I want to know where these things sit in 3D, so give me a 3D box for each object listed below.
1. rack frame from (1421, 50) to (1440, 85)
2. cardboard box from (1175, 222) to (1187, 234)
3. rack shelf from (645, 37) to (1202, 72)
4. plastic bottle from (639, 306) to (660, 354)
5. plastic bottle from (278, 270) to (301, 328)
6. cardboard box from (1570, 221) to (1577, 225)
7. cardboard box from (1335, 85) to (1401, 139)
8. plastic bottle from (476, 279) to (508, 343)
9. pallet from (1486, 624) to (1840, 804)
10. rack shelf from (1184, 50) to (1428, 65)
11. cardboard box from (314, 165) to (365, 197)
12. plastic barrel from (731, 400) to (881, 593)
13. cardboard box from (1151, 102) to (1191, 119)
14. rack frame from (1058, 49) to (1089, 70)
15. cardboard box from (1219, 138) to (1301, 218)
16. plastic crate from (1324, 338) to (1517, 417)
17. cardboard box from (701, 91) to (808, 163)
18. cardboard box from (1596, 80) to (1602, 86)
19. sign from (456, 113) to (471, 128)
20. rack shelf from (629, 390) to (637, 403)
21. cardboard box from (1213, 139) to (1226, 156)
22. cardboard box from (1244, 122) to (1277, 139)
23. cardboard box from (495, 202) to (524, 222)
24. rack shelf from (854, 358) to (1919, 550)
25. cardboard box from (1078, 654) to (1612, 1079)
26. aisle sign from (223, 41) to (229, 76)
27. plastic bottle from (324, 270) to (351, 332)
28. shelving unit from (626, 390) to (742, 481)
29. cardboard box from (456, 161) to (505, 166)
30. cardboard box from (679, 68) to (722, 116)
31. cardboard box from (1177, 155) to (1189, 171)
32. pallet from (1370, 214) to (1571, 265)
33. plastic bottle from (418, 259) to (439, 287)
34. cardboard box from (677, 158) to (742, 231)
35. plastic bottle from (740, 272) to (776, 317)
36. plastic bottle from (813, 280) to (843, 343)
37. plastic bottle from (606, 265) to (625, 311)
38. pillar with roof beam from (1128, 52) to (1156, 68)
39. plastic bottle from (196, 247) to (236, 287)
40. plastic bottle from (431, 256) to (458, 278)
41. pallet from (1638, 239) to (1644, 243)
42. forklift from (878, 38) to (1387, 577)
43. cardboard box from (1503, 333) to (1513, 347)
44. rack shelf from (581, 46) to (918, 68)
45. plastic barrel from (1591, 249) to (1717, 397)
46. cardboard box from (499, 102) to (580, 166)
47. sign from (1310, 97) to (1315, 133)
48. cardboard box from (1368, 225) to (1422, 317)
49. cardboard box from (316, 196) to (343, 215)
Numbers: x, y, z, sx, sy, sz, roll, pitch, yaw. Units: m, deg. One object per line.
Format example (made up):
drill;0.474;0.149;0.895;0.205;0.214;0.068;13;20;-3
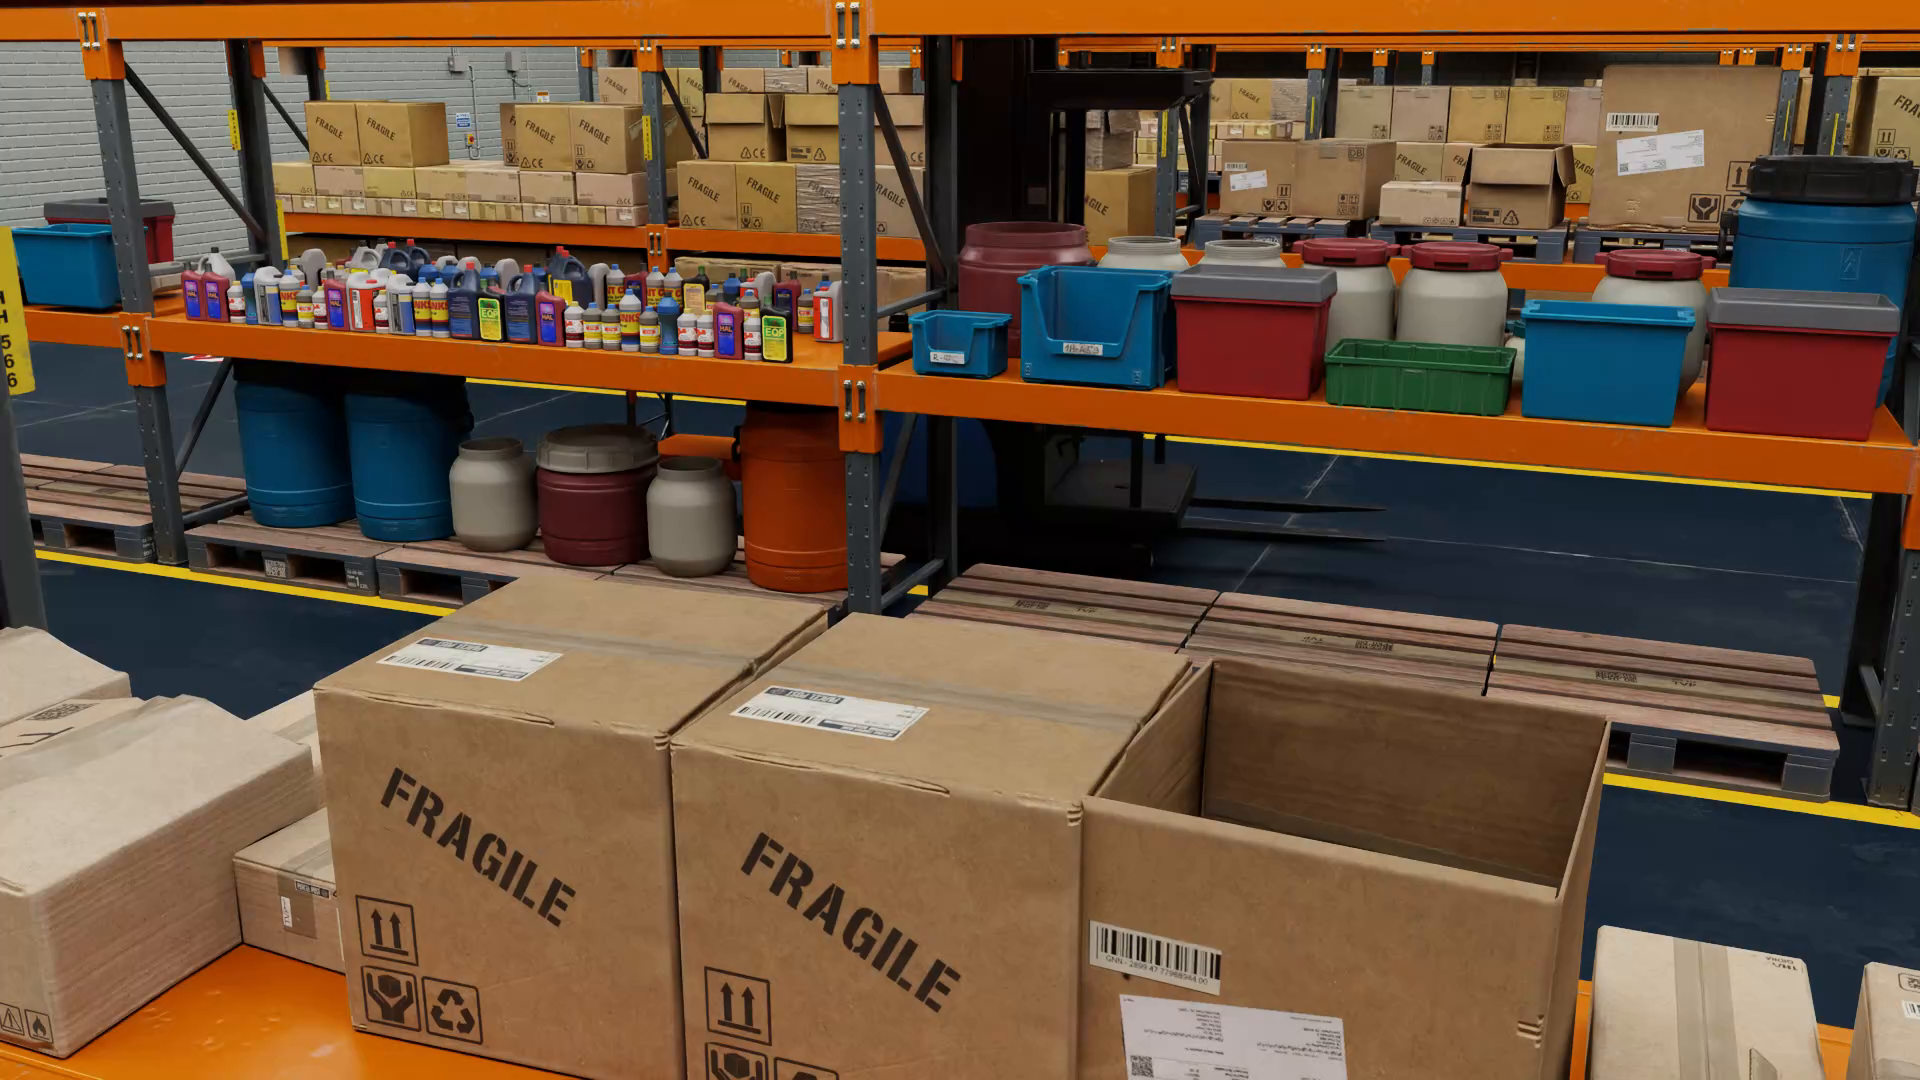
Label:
rack frame;7.020;-6.170;25.045;0.127;3.000;1.000;6;17;21
cardboard box;2.274;-3.000;16.512;0.500;0.250;0.500;7;17;21
rack shelf;-0.294;-3.611;12.143;4.000;0.370;1.077;6;17;21
plastic bottle;-1.371;-0.932;7.361;0.097;0.201;0.097;0;16;0
plastic bottle;-3.243;-1.172;8.061;0.097;0.271;0.097;0;16;0
cardboard box;8.832;-5.030;24.625;0.625;0.625;0.875;6;17;18
cardboard box;3.894;-4.067;15.831;0.500;0.500;0.700;6;17;20
plastic bottle;-2.143;-1.051;7.624;0.133;0.283;0.061;6;17;21
pallet;2.725;0.651;6.553;1.213;0.211;1.003;6;17;21
rack shelf;5.160;-7.469;25.432;4.000;0.370;1.077;6;17;21
cardboard box;-5.042;-3.030;13.967;0.500;0.250;0.500;6;17;20
plastic barrel;-0.712;-0.232;7.732;0.708;0.830;0.600;6;17;21
cardboard box;2.734;-5.603;21.120;0.500;0.500;0.500;6;17;19
rack frame;1.481;-5.291;22.019;0.127;3.000;1.000;6;17;21
cardboard box;2.083;-2.516;11.529;0.500;0.500;0.500;4;17;14
plastic crate;1.746;-0.621;6.313;0.662;0.188;0.450;6;17;21
cardboard box;-1.558;-3.187;12.794;0.637;0.503;0.797;6;17;19
cardboard box;7.501;-5.254;19.263;0.250;0.149;0.380;6;17;18
sign;-7.568;-6.394;25.335;0.001;0.218;0.327;6;17;21
rack shelf;-1.278;-0.919;9.273;1.000;0.278;0.538;5;17;16
cardboard box;2.605;-3.771;15.946;0.250;0.149;0.380;7;18;23
cardboard box;2.856;-3.886;15.808;0.250;0.149;0.380;6;17;18
cardboard box;-3.516;-2.652;13.378;0.250;0.149;0.380;7;17;22
rack shelf;1.609;-0.477;6.727;4.000;0.370;1.077;6;17;21
cardboard box;0.450;0.482;1.955;0.500;0.500;0.500;8;18;25
aisle sign;-6.053;-4.308;13.970;0.004;0.787;0.394;6;17;21
plastic bottle;-2.961;-1.141;7.934;0.133;0.283;0.061;6;17;21
shelving unit;-1.278;-0.638;9.355;1.048;1.125;0.538;5;17;16
cardboard box;-3.896;-3.064;14.082;0.500;0.250;0.500;6;17;21
cardboard box;-2.694;-4.853;18.005;0.500;0.500;0.500;6;17;19
cardboard box;2.152;-3.678;16.162;0.250;0.149;0.380;6;17;20
pallet;3.423;-2.028;11.122;1.213;0.211;1.003;6;17;21
plastic bottle;-2.706;-1.295;8.484;0.097;0.271;0.097;0;16;0
cardboard box;-1.819;-2.657;12.766;0.500;0.500;0.500;6;17;21
plastic bottle;-0.965;-1.143;7.953;0.135;0.276;0.152;6;17;21
plastic bottle;-0.591;-1.056;7.654;0.135;0.276;0.152;6;17;21
plastic bottle;-1.707;-1.230;8.263;0.097;0.271;0.097;0;16;0
pillar with roof beam;1.403;-8.648;22.823;0.400;9.000;9.100;6;17;21
plastic bottle;-3.726;-1.288;8.320;0.185;0.351;0.144;6;17;21
plastic bottle;-2.678;-1.331;8.601;0.135;0.276;0.152;6;17;21
pallet;10.041;-4.487;24.249;1.213;0.211;1.003;6;17;21
forklift;0.753;-1.382;8.675;3.031;2.935;1.130;4;17;13
cardboard box;3.767;-1.092;11.251;0.500;0.500;0.700;5;17;16
rack shelf;-2.101;-5.296;17.948;4.000;0.370;1.077;6;17;21
plastic barrel;2.660;-0.838;6.436;0.433;0.535;0.433;0;16;0
cardboard box;-3.448;-3.371;13.797;0.500;0.500;0.500;6;17;19
sign;3.290;-3.964;15.513;0.005;0.325;0.100;6;17;21
cardboard box;4.014;-2.623;16.112;0.750;0.750;1.050;6;17;20
cardboard box;-5.189;-2.835;14.011;0.250;0.149;0.380;6;17;19
